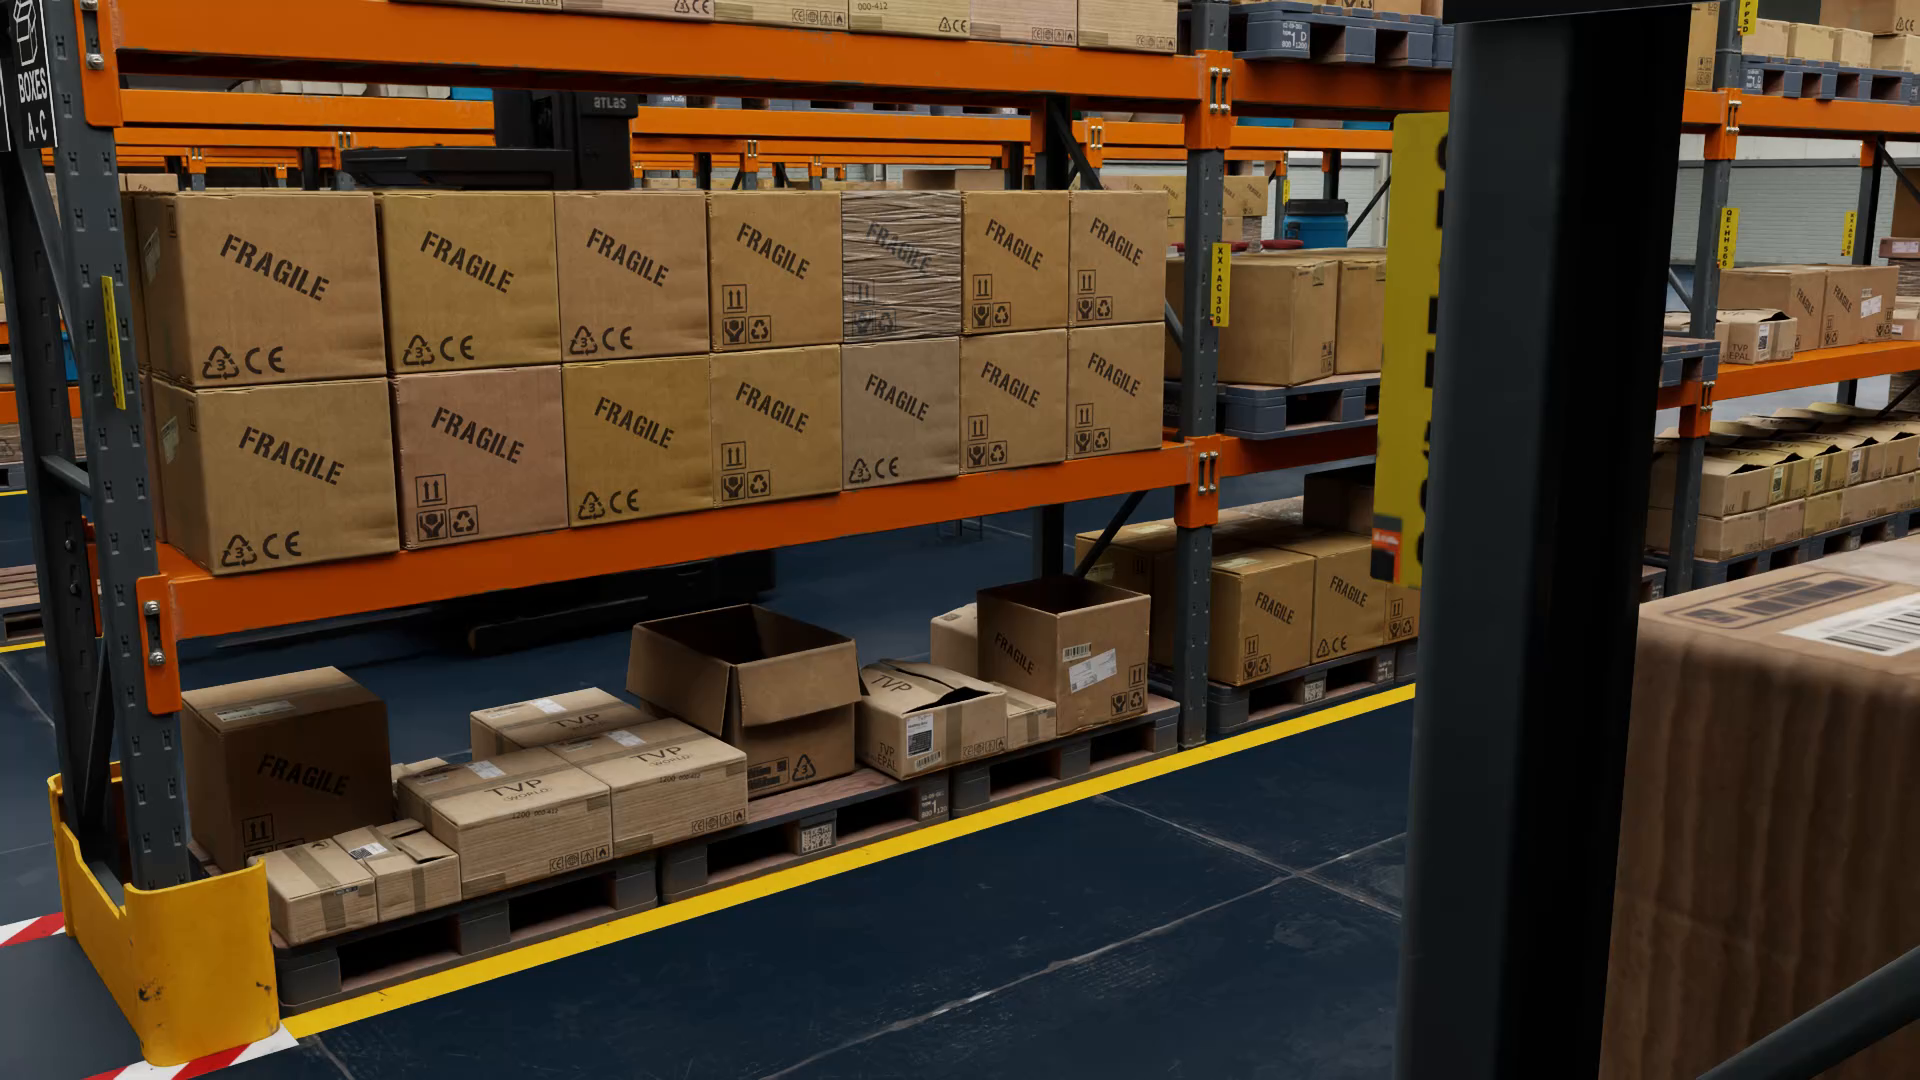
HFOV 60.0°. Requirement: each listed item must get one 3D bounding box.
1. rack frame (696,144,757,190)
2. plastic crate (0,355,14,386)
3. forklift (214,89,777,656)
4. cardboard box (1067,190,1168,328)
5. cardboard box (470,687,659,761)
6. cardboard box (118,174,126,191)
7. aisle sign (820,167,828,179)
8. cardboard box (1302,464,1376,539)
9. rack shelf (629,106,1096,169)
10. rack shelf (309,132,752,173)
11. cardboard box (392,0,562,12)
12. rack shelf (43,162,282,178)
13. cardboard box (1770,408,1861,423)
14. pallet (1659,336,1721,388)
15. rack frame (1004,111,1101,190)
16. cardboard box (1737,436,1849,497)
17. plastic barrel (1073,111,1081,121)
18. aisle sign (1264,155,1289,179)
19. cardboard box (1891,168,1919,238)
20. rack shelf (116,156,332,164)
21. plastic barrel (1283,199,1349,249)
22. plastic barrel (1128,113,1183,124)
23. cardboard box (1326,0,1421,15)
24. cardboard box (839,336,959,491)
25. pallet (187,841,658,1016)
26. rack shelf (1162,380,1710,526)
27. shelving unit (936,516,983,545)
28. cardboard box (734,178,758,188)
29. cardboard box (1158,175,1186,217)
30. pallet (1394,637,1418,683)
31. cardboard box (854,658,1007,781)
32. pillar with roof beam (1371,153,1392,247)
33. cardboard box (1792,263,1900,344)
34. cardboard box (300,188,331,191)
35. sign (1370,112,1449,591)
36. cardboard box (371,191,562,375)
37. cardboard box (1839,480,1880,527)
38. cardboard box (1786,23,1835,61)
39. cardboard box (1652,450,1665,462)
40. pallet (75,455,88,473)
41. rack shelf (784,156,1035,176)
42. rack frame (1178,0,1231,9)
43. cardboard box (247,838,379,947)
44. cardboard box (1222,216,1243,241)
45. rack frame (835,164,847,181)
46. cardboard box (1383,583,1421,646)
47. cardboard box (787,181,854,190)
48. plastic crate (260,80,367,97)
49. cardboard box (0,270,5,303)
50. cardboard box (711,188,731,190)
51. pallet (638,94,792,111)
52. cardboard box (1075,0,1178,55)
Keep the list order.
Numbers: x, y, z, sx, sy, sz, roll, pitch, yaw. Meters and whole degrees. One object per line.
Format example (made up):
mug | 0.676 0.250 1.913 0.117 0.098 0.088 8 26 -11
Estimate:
rack frame | -2.380 -2.799 17.089 0.127 3.000 1.000 -9 15 -38
plastic crate | -4.832 -0.865 8.470 0.298 0.136 0.250 -9 15 -38
forklift | -2.503 -0.973 8.654 3.031 2.935 1.130 -10 16 -39
cardboard box | 0.449 -1.103 6.455 0.500 0.500 0.500 -9 15 -37
cardboard box | -1.410 0.747 5.949 0.500 0.250 0.500 -9 15 -38
cardboard box | -9.121 -3.608 17.536 0.500 0.500 0.500 -10 16 -39
aisle sign | -2.469 -6.774 29.552 0.004 0.787 0.394 -9 15 -38
cardboard box | 1.993 -0.185 7.932 0.500 0.250 0.500 -9 15 -38
rack shelf | -0.847 -2.852 11.847 4.000 0.370 1.077 -9 15 -38
rack shelf | -3.942 -3.655 15.630 4.000 0.370 1.077 -9 15 -38
cardboard box | -1.483 -1.636 4.751 0.500 0.250 0.500 -9 15 -38
rack shelf | -13.236 -6.067 26.989 4.000 0.370 1.077 -9 15 -38
cardboard box | 6.057 -0.768 11.784 0.500 0.311 0.500 -10 15 -38
pallet | 3.320 -0.999 9.072 1.003 0.211 1.213 -9 15 -38
rack frame | 0.714 -1.996 13.306 0.127 3.000 1.000 -9 15 -38
cardboard box | 5.203 -0.482 10.437 0.500 0.311 0.500 -10 16 -39
plastic barrel | 0.875 -3.427 13.200 0.294 0.245 0.294 0 12 0
aisle sign | 4.103 -5.068 21.516 0.004 0.787 0.394 -9 15 -38
cardboard box | 7.272 -2.453 12.095 0.500 0.500 0.700 -9 15 -37
rack shelf | -10.132 -5.262 23.199 4.000 0.370 1.077 -9 15 -38
plastic barrel | 3.347 -2.759 15.693 0.708 0.901 0.600 -9 15 -38
plastic barrel | 1.491 -3.780 13.278 0.600 0.901 0.600 0 12 0
cardboard box | 1.629 -2.587 7.377 0.600 0.600 0.600 -10 15 -38
cardboard box | -0.349 -0.481 5.932 0.500 0.500 0.500 -9 15 -36
pallet | -1.760 1.097 5.455 1.213 0.211 1.003 -9 15 -38
rack shelf | 2.244 -0.580 8.372 4.000 0.370 1.077 -9 15 -38
shelving unit | -0.006 -0.439 11.030 0.210 0.900 0.258 -9 15 -38
cardboard box | -3.796 -5.837 28.031 0.500 0.500 0.700 -10 15 -38
cardboard box | 2.418 -4.215 20.395 0.500 0.500 0.500 -9 15 -38
pallet | 2.247 0.420 8.641 1.213 0.211 1.003 -9 15 -38
cardboard box | -0.171 0.645 6.286 0.500 0.311 0.500 -9 15 -38
pillar with roof beam | 14.896 -11.655 44.354 0.548 9.000 9.100 -9 15 -38
cardboard box | 5.908 -1.594 11.175 0.500 0.500 0.500 -8 14 -34
cardboard box | -9.206 -4.767 23.709 0.500 0.500 0.500 -9 15 -37
sign | 0.328 -0.123 1.128 0.005 0.325 0.100 -9 15 -38
cardboard box | -1.526 -0.776 4.912 0.500 0.500 0.500 -9 15 -37
cardboard box | 5.593 -0.273 10.801 0.500 0.250 0.500 -9 15 -37
cardboard box | 4.977 -3.003 10.176 0.500 0.250 0.500 -10 15 -39
cardboard box | 4.061 -0.434 10.212 0.500 0.311 0.500 -9 15 -36
pallet | -7.099 -0.671 13.780 1.213 0.211 1.003 -9 15 -38
rack shelf | -0.714 -5.511 24.369 4.000 0.370 1.077 -9 15 -38
rack frame | 0.682 -3.607 6.452 0.127 3.000 1.000 -9 15 -38
cardboard box | -1.899 1.027 4.875 0.250 0.149 0.380 -9 15 -38
cardboard box | 3.105 -3.880 21.224 0.500 0.500 0.875 -9 15 -38
rack frame | -2.324 -5.444 29.547 0.127 3.000 1.000 -9 15 -38
cardboard box | 2.017 0.177 8.033 0.500 0.500 0.500 -9 15 -37
cardboard box | -1.966 -4.780 23.455 0.550 0.550 0.875 -9 15 -38
plastic crate | -3.609 -2.604 9.236 0.530 0.282 0.437 -9 15 -38
cardboard box | -7.287 -1.985 12.899 0.500 0.250 0.500 -10 16 -40
cardboard box | -3.455 -4.476 22.337 0.500 0.500 0.700 -9 15 -37
pallet | -1.858 -2.969 11.123 1.003 0.211 1.213 -9 15 -38
cardboard box | 0.469 -1.960 6.279 0.500 0.250 0.500 -9 15 -38
